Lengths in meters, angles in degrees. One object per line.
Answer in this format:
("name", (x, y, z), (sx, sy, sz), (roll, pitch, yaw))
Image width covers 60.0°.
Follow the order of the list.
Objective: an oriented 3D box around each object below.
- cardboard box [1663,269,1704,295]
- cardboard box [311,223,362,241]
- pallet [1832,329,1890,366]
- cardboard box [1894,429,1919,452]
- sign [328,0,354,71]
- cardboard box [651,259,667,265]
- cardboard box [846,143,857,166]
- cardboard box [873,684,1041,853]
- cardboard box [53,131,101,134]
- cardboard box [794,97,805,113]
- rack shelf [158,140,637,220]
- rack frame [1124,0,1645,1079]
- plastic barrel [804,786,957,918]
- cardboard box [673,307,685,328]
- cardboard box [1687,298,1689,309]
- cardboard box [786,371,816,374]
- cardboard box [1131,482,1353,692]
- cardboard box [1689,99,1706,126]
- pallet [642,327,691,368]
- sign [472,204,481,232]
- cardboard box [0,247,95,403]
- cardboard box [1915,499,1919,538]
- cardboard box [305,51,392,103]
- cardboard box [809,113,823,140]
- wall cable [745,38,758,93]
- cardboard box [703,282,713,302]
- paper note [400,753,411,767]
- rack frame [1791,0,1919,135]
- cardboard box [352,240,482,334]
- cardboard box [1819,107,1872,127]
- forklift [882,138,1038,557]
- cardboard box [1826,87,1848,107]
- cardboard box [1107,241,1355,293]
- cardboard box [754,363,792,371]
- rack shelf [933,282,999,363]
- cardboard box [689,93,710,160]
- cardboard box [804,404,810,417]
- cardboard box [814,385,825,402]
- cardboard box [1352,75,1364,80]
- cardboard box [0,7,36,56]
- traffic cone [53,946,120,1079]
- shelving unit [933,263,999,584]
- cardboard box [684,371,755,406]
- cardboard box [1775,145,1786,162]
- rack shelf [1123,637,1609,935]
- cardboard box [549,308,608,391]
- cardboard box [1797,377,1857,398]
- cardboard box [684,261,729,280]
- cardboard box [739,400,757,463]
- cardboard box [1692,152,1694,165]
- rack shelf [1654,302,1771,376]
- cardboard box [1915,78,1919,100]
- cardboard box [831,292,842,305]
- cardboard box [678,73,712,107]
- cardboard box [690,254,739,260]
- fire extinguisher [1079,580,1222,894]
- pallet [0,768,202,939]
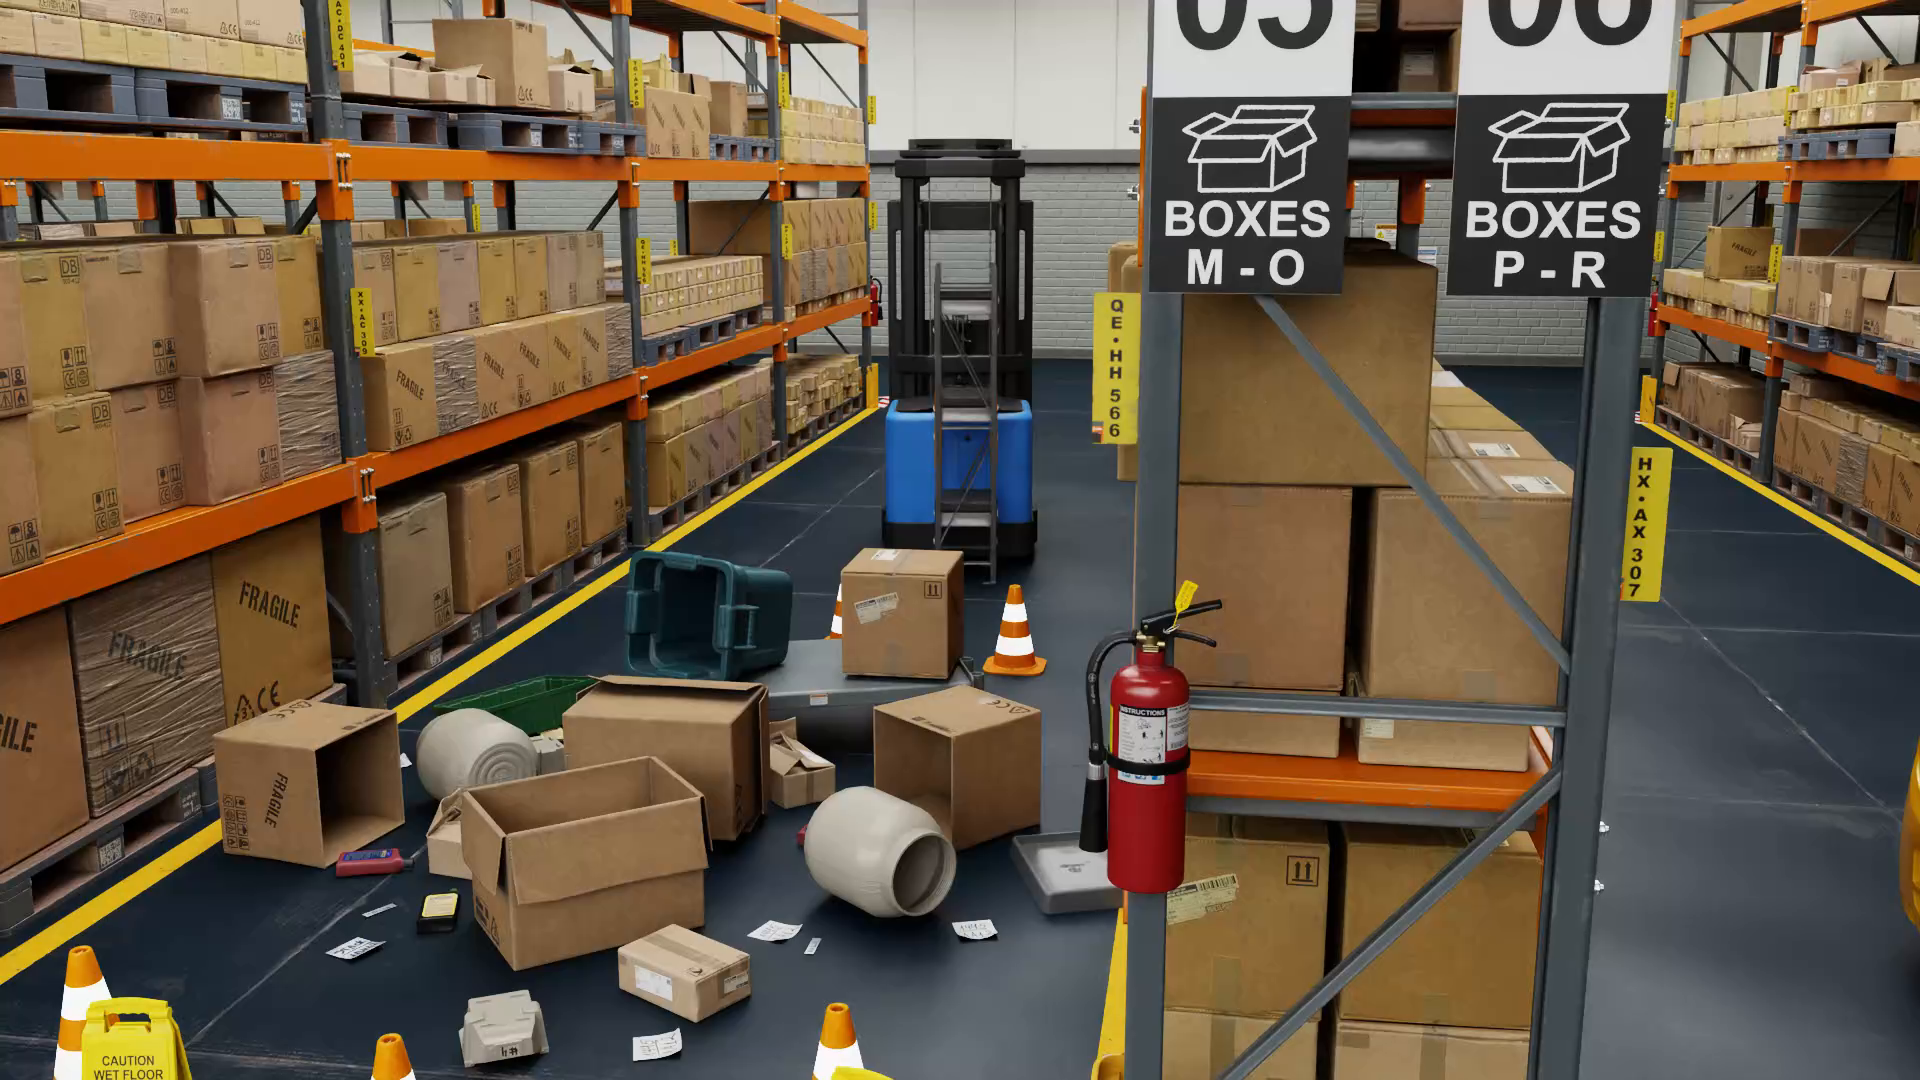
("cardboard box", (7.912, -2.783, 17.936), (0.500, 0.250, 0.500), (2, 12, 9))
("cardboard box", (-6.655, -3.077, 17.522), (0.500, 0.500, 0.500), (2, 12, 9))
("pallet", (7.312, -1.442, 12.521), (1.003, 0.211, 1.213), (2, 12, 9))
("cardboard box", (7.024, -0.707, 12.052), (0.380, 0.149, 0.250), (2, 12, 10))
("sign", (-2.861, -2.338, 7.687), (0.100, 0.325, 0.005), (2, 12, 9))
("cardboard box", (-2.814, -2.406, 14.725), (0.380, 0.149, 0.250), (2, 12, 8))
("cardboard box", (-1.444, -4.279, 18.465), (0.500, 0.250, 0.500), (2, 12, 9))
("cardboard box", (-0.012, 0.941, 6.934), (0.500, 0.500, 0.500), (-10, 16, -40))
("cardboard box", (-7.611, -3.645, 13.931), (0.500, 0.500, 0.500), (3, 12, 12))
("cardboard box", (-1.753, -4.310, 16.478), (0.380, 0.149, 0.250), (2, 12, 7))
("rack shelf", (-3.102, -2.129, 9.839), (1.077, 0.370, 4.000), (2, 12, 9))
("rack frame", (0.882, 0.374, 3.637), (1.000, 3.000, 0.127), (2, 12, 9))
("plastic barrel", (-0.296, 1.155, 6.131), (0.421, 0.421, 0.512), (-10, 16, -40))
("cardboard box", (-2.404, -1.768, 13.176), (0.380, 0.149, 0.250), (2, 12, 11))
("cardboard box", (7.927, -2.504, 17.588), (0.380, 0.149, 0.250), (2, 12, 8))
("cardboard box", (-1.733, -1.705, 17.643), (0.380, 0.149, 0.250), (1, 12, 6))
("cardboard box", (0.693, 0.058, 4.161), (0.500, 0.500, 0.500), (2, 12, 8))
("cardboard box", (7.835, -4.390, 17.086), (0.500, 0.250, 0.500), (2, 12, 8))
("pallet", (-2.790, -1.489, 12.736), (1.213, 0.211, 1.003), (2, 12, 9))
("sign", (-5.915, -3.939, 20.340), (0.100, 0.325, 0.005), (2, 12, 9))
("cardboard box", (-3.763, -0.787, 6.104), (0.875, 0.550, 0.500), (2, 12, 9))
("cardboard box", (6.870, -0.209, 11.282), (0.500, 0.500, 0.500), (2, 12, 10))
("cardboard box", (-3.437, -2.509, 9.018), (0.500, 0.250, 0.500), (2, 12, 8))
("cardboard box", (-1.696, -4.201, 16.915), (0.500, 0.250, 0.500), (2, 12, 10))
("wall cable", (-2.174, -8.848, 24.555), (2.277, 5.999, 0.120), (2, 12, 9))
("cardboard box", (-2.287, -2.077, 13.904), (0.380, 0.149, 0.250), (2, 12, 11))
("paper note", (-2.618, 1.023, 7.675), (0.147, 0.020, 0.142), (-7, 14, -30))
("rack frame", (7.633, -4.896, 13.854), (1.000, 3.000, 0.127), (2, 12, 9))
("cardboard box", (-3.184, -1.451, 9.497), (0.700, 0.500, 0.500), (2, 12, 9))
("cardboard box", (7.054, -3.354, 13.177), (0.380, 0.149, 0.250), (2, 12, 9))
("forklift", (0.005, -1.564, 12.793), (1.130, 2.935, 3.031), (0, 12, 0))
("cardboard box", (7.088, -3.495, 13.128), (0.380, 0.149, 0.250), (2, 12, 8))
("cardboard box", (0.807, -0.637, 5.012), (0.700, 0.500, 0.500), (2, 12, 8))
("cardboard box", (-2.078, -1.879, 18.450), (0.380, 0.149, 0.250), (2, 12, 11))
("rack shelf", (0.040, -1.455, 10.998), (0.431, 0.518, 0.480), (0, 12, 0))
("cardboard box", (-2.302, -3.265, 13.164), (0.500, 0.500, 0.500), (2, 12, 9))
("cardboard box", (-1.781, -1.361, 17.457), (0.380, 0.149, 0.250), (1, 12, 6))
("cardboard box", (-1.644, -1.556, 17.657), (0.380, 0.149, 0.250), (2, 12, 8))
("cardboard box", (1.463, -1.579, 5.231), (0.500, 0.250, 0.500), (2, 12, 10))
("cardboard box", (-3.423, -1.740, 5.687), (0.380, 0.149, 0.250), (2, 12, 9))
("traffic cone", (-2.540, 1.410, 4.851), (0.336, 0.463, 0.334), (2, 12, 9))
("shelving unit", (0.040, -0.783, 11.141), (0.431, 2.100, 0.503), (0, 12, 0))
("cardboard box", (-2.136, -1.343, 14.763), (0.500, 0.250, 0.500), (2, 12, 11))
("cardboard box", (7.396, -3.392, 14.588), (0.380, 0.149, 0.250), (2, 12, 8))
("rack shelf", (1.190, 0.309, 5.645), (1.077, 0.370, 4.000), (2, 12, 9))
("cardboard box", (-2.676, -1.273, 11.044), (0.500, 0.500, 0.500), (2, 12, 9))
("cardboard box", (7.322, -1.288, 14.040), (0.380, 0.149, 0.250), (1, 12, 6))
("cardboard box", (-2.212, -2.331, 14.378), (0.380, 0.149, 0.250), (1, 12, 7))
("cardboard box", (-2.123, -0.978, 14.846), (0.500, 0.500, 0.500), (2, 12, 7))
("cardboard box", (7.955, -4.026, 17.530), (0.380, 0.149, 0.250), (2, 12, 10))
("rack shelf", (7.940, -2.028, 16.493), (1.077, 0.370, 4.000), (2, 12, 9))
("cardboard box", (6.941, -3.163, 11.634), (0.380, 0.149, 0.250), (2, 12, 7))
("cardboard box", (-1.520, -2.685, 18.429), (0.380, 0.149, 0.250), (1, 12, 6))
("cardboard box", (-2.547, -3.668, 14.031), (0.797, 0.503, 0.637), (2, 12, 8))
("cardboard box", (-2.384, -2.567, 16.343), (0.500, 0.500, 0.500), (2, 12, 9))
("fire extinguisher", (0.409, 0.421, 3.604), (0.296, 0.674, 0.183), (2, 12, 9))
("pallet", (-3.789, 1.176, 6.537), (1.003, 0.211, 1.213), (2, 12, 9))
